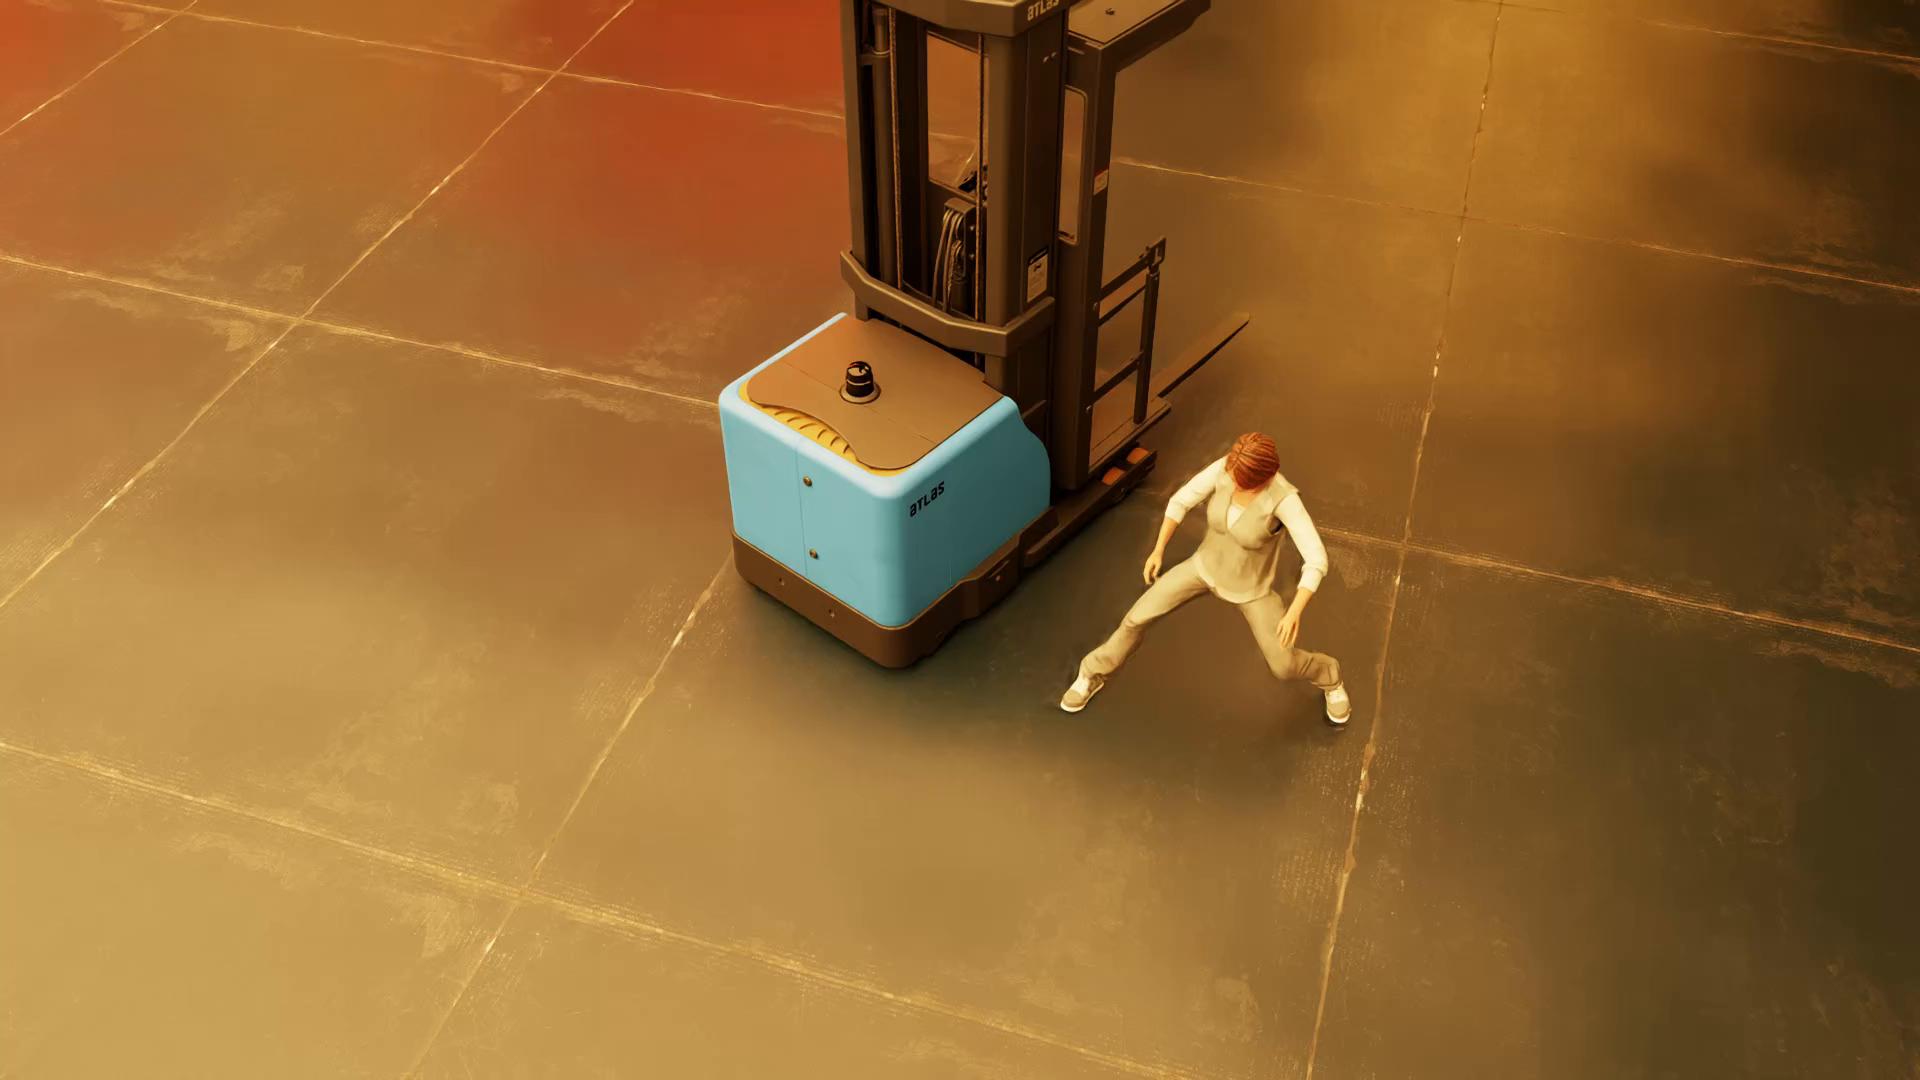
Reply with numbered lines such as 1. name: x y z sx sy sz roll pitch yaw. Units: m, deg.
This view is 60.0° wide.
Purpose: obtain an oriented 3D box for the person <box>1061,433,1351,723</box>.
1. person: 1.065 0.194 6.609 0.991 1.401 0.907 30 51 28

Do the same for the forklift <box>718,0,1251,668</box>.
1. forklift: 0.308 -1.458 7.256 1.130 2.935 3.031 30 51 28
